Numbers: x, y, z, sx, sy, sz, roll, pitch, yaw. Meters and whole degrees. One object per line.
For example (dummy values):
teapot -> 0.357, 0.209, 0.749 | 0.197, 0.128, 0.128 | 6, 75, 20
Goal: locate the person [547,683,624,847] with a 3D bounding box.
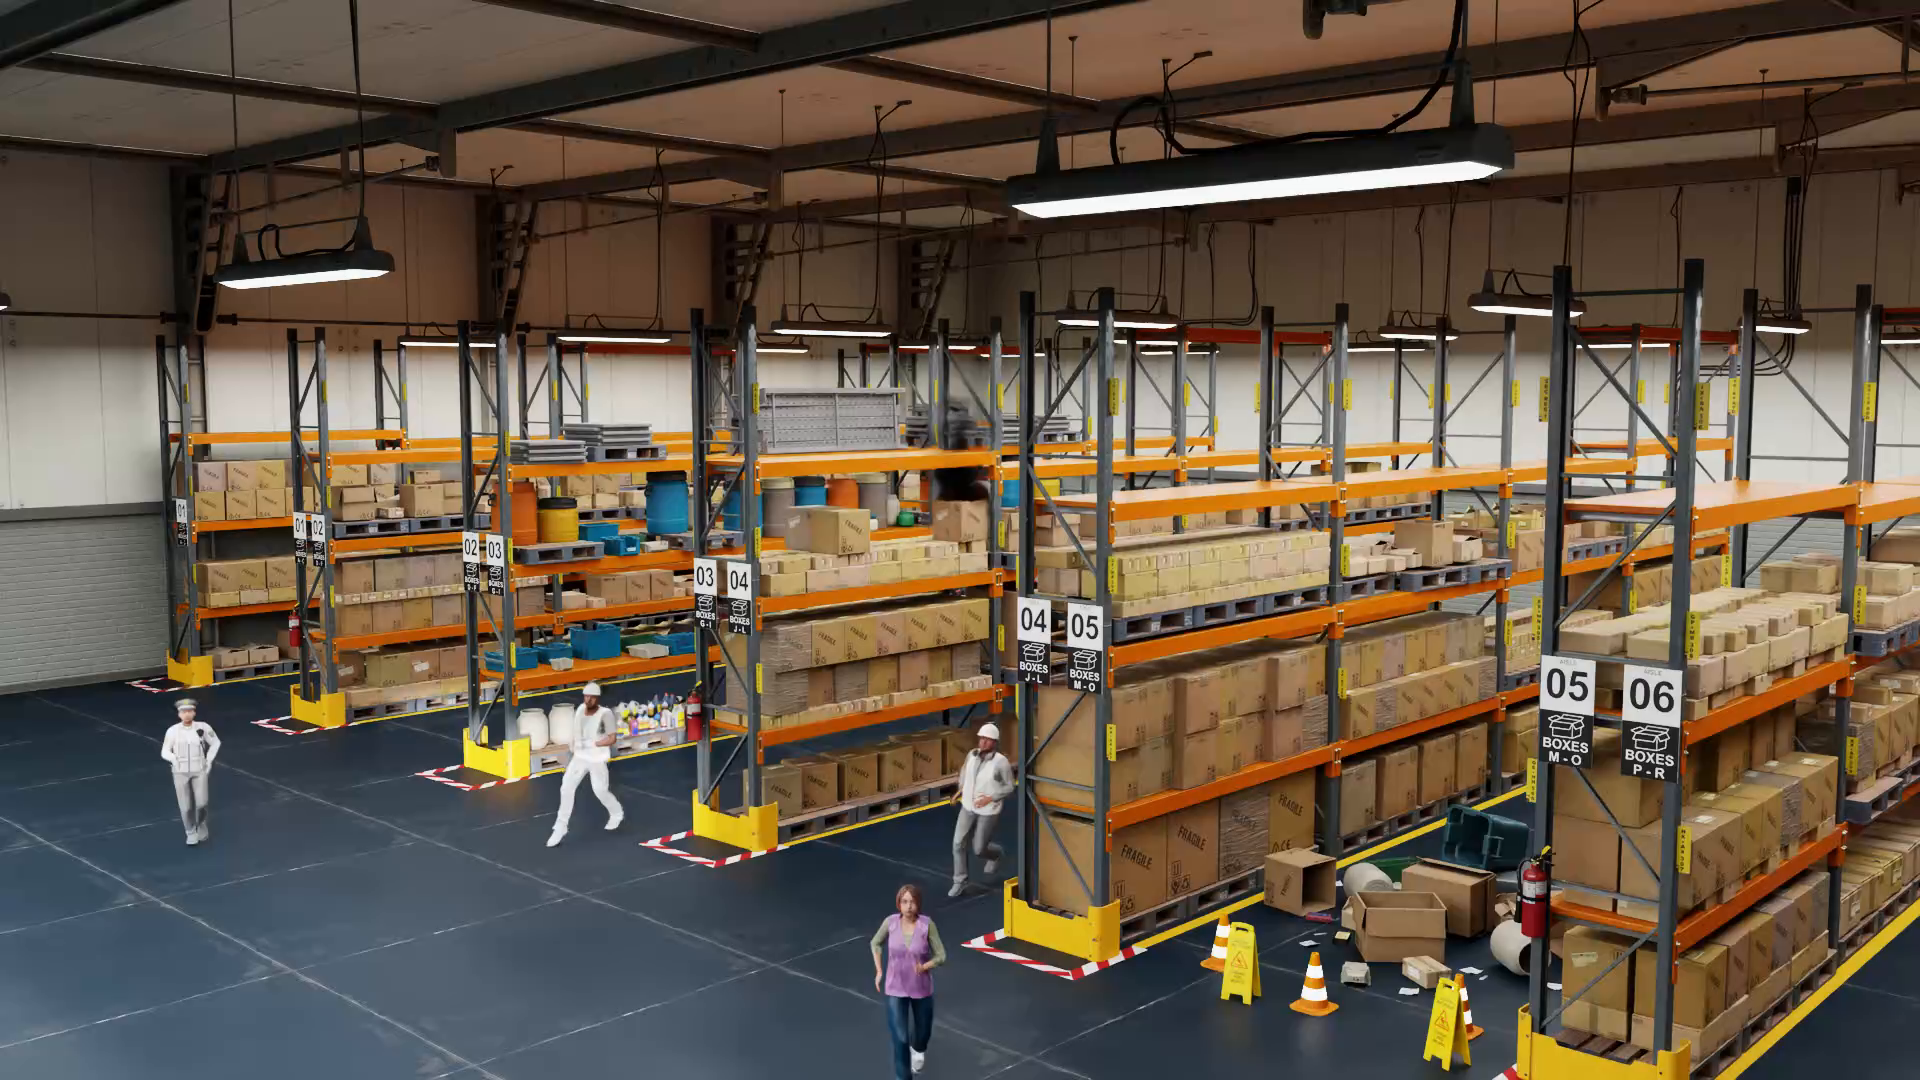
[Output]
person -> -4.181, 2.508, 18.846 | 0.681, 1.799, 0.957 | 3, 6, 26

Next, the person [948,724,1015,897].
person -> 0.258, 2.730, 16.937 | 0.697, 1.765, 0.802 | 4, 6, 34

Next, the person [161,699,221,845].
person -> -8.560, 2.591, 18.521 | 0.602, 1.655, 0.543 | -2, 6, -23

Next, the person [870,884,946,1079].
person -> -0.371, 3.243, 11.935 | 0.543, 1.577, 0.877 | 0, 5, -3
